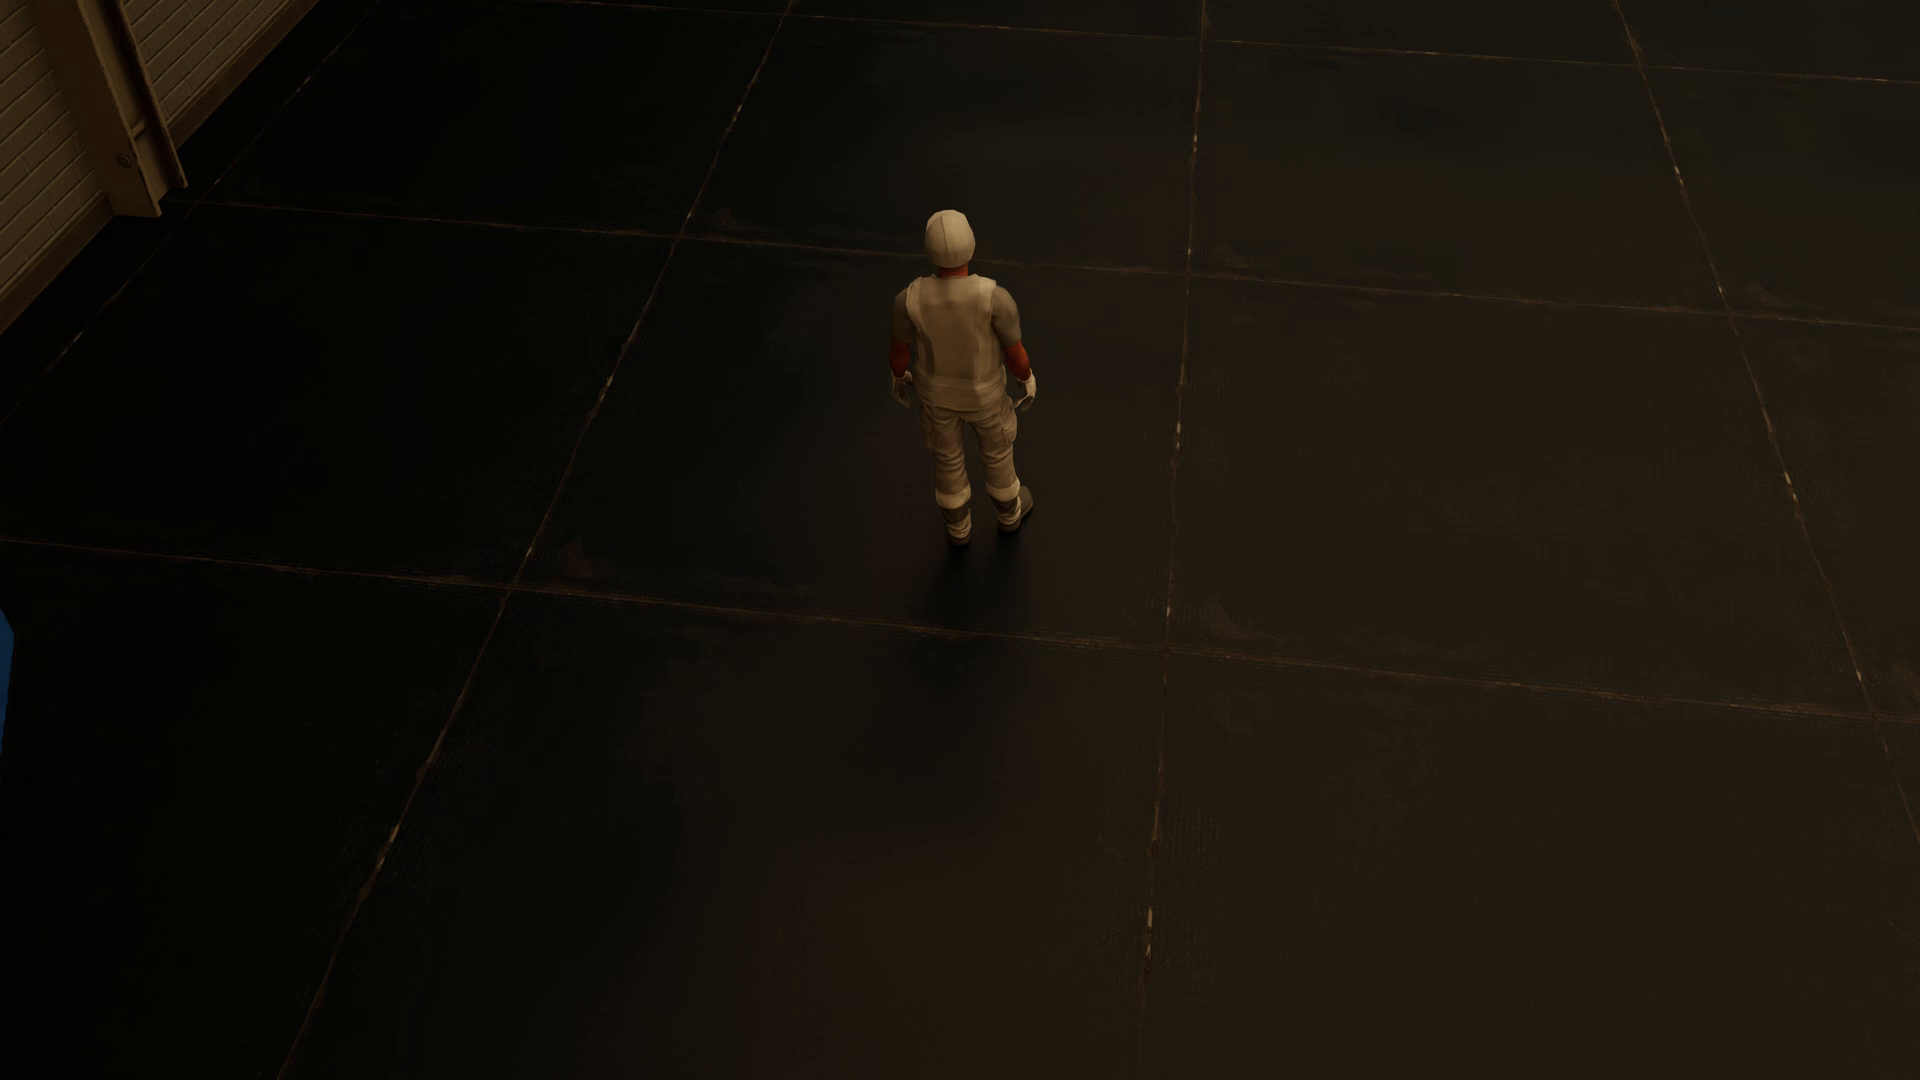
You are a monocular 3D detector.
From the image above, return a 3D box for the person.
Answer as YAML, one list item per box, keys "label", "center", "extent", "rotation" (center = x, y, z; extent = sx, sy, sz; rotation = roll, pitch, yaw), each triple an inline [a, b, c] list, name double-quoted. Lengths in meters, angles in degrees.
- label: "person"
  center: [0.023, -0.717, 7.339]
  extent: [0.637, 1.790, 0.562]
  rotation: [5, 43, 6]

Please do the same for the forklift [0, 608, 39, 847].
- label: "forklift"
  center: [-5.267, 0.143, 5.569]
  extent: [3.031, 2.935, 1.130]
  rotation: [-13, 44, -13]
